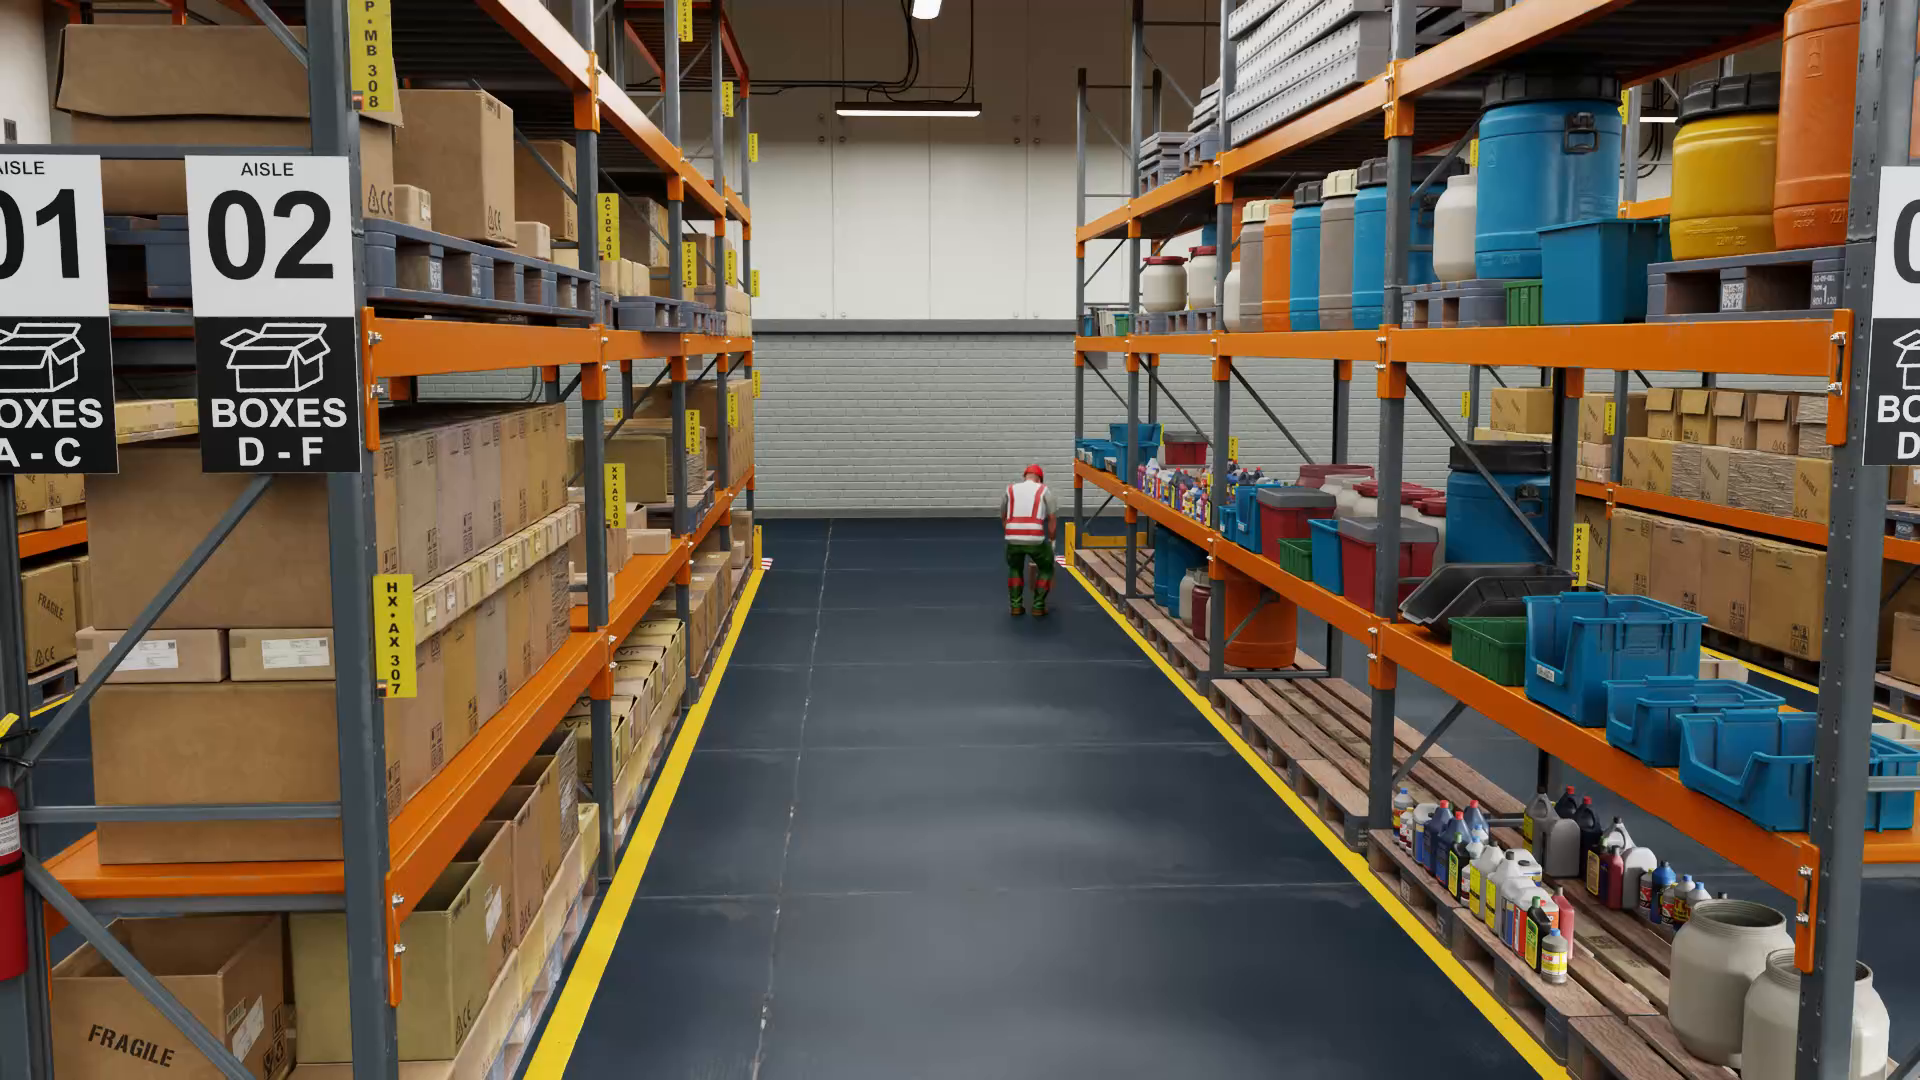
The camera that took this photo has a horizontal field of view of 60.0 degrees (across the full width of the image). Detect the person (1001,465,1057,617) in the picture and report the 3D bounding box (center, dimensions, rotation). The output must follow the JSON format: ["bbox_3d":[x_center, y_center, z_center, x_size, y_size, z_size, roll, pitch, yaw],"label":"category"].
[{"bbox_3d":[0.680,0.001,16.864,0.581,1.498,0.711,3,7,20],"label":"person"}]
